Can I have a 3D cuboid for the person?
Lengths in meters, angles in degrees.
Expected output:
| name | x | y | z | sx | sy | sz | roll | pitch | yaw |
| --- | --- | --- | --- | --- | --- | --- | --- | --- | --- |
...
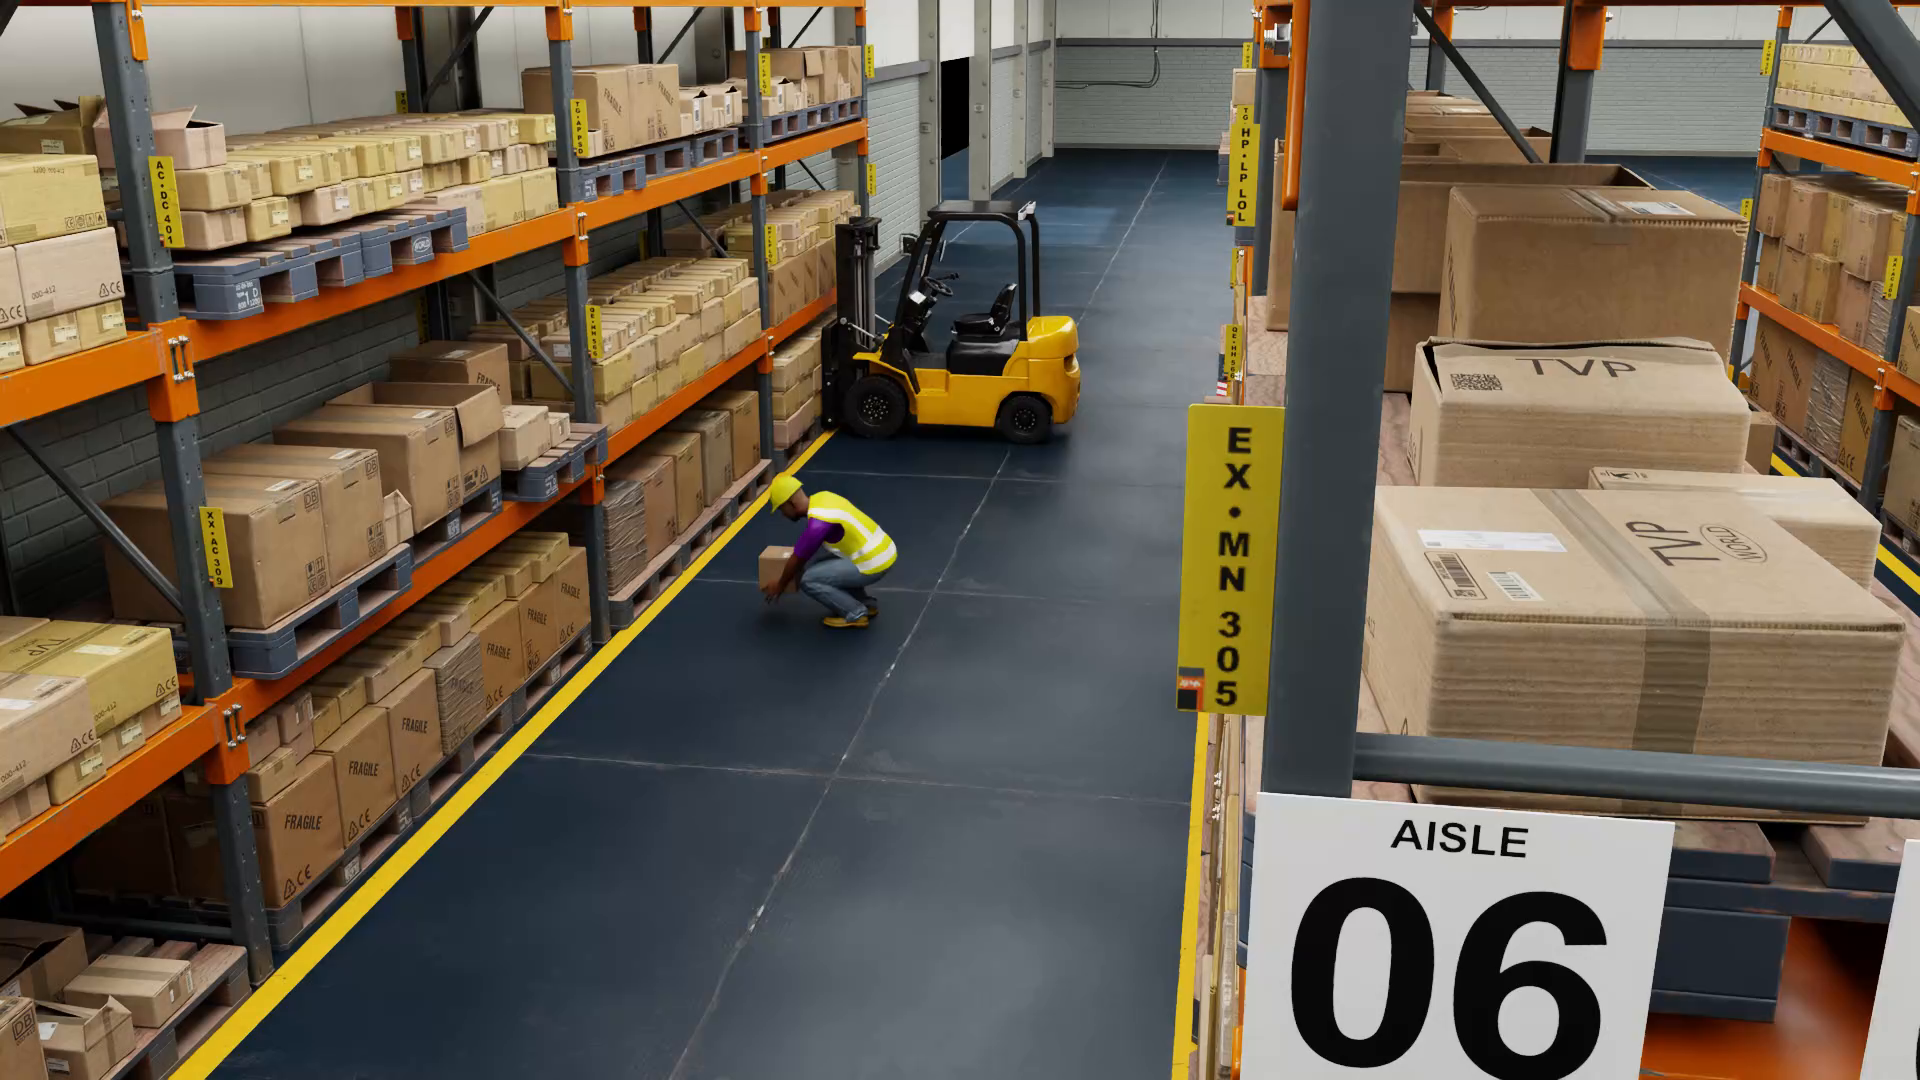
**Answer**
| name | x | y | z | sx | sy | sz | roll | pitch | yaw |
| --- | --- | --- | --- | --- | --- | --- | --- | --- | --- |
| person | -0.878 | 0.062 | 11.086 | 0.893 | 1.005 | 0.565 | 3 | 18 | 8 |
